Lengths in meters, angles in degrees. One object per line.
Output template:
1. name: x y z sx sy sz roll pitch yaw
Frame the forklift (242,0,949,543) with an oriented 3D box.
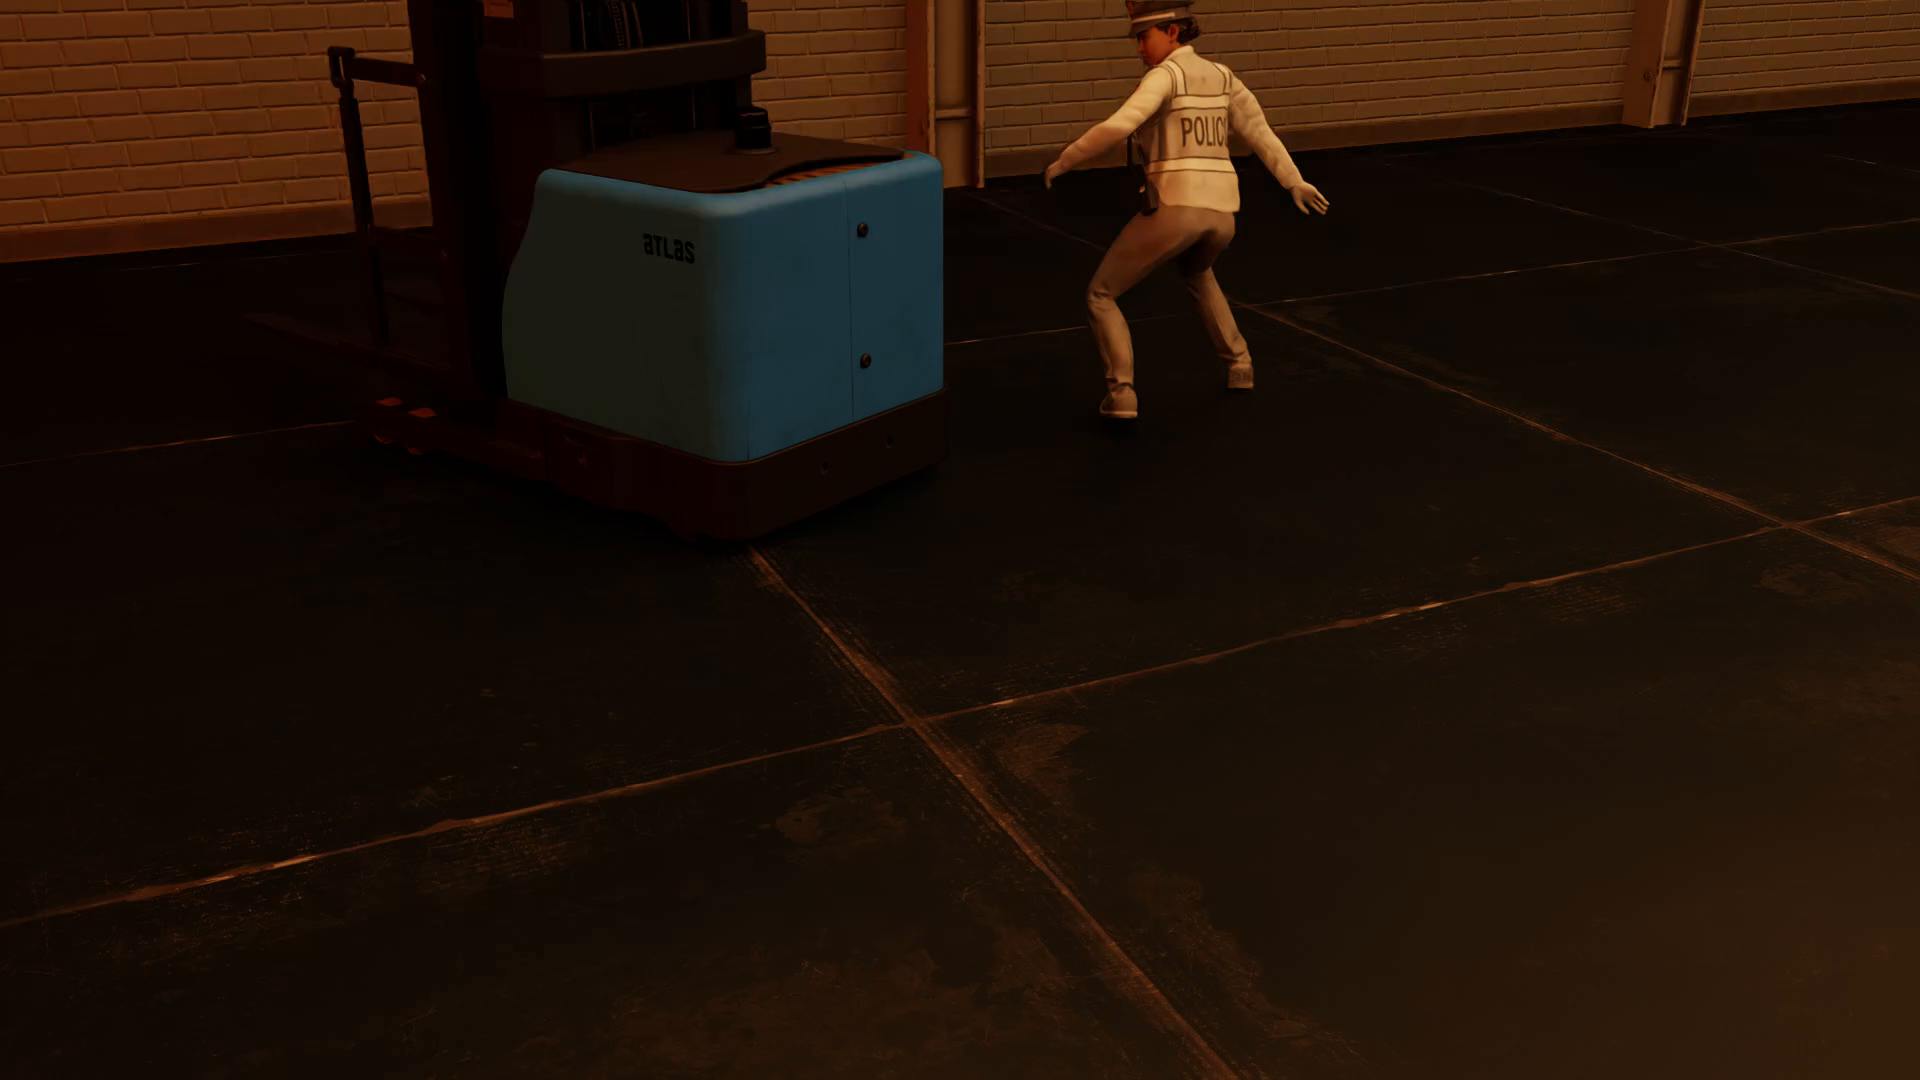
1. forklift: -1.505 -1.789 5.592 3.031 2.935 1.130 17 28 35

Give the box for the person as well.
1. person: 0.822 -1.165 6.085 0.973 1.606 0.534 -15 27 -32
